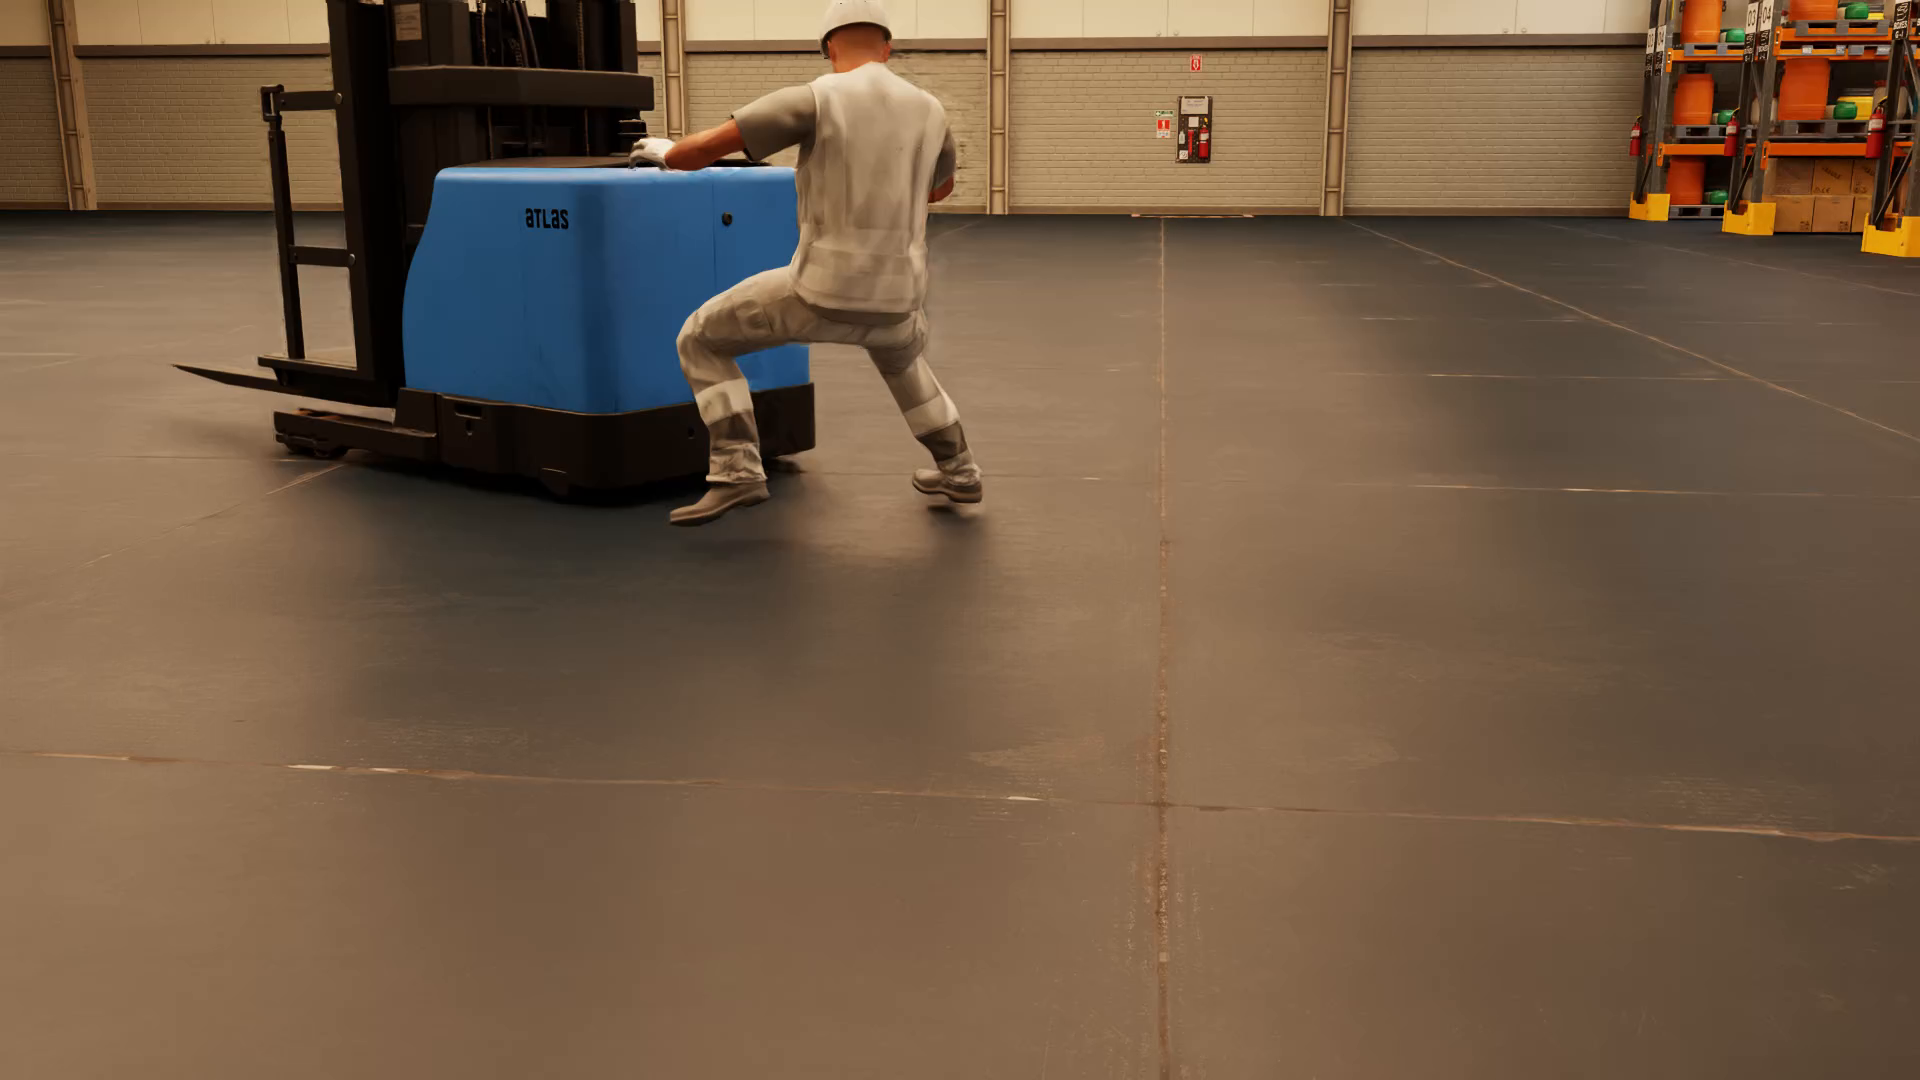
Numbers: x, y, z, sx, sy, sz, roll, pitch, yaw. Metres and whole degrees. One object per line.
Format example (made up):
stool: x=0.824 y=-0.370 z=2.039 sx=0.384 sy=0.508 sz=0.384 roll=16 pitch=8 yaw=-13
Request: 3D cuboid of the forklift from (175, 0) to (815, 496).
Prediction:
forklift: x=-2.005 y=-1.818 z=6.282 sx=3.031 sy=2.935 sz=1.130 roll=10 pitch=16 yaw=37

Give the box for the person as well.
person: x=-0.395 y=-0.819 z=4.918 sx=1.061 sy=1.533 sz=0.748 roll=-7 pitch=15 yaw=-26
